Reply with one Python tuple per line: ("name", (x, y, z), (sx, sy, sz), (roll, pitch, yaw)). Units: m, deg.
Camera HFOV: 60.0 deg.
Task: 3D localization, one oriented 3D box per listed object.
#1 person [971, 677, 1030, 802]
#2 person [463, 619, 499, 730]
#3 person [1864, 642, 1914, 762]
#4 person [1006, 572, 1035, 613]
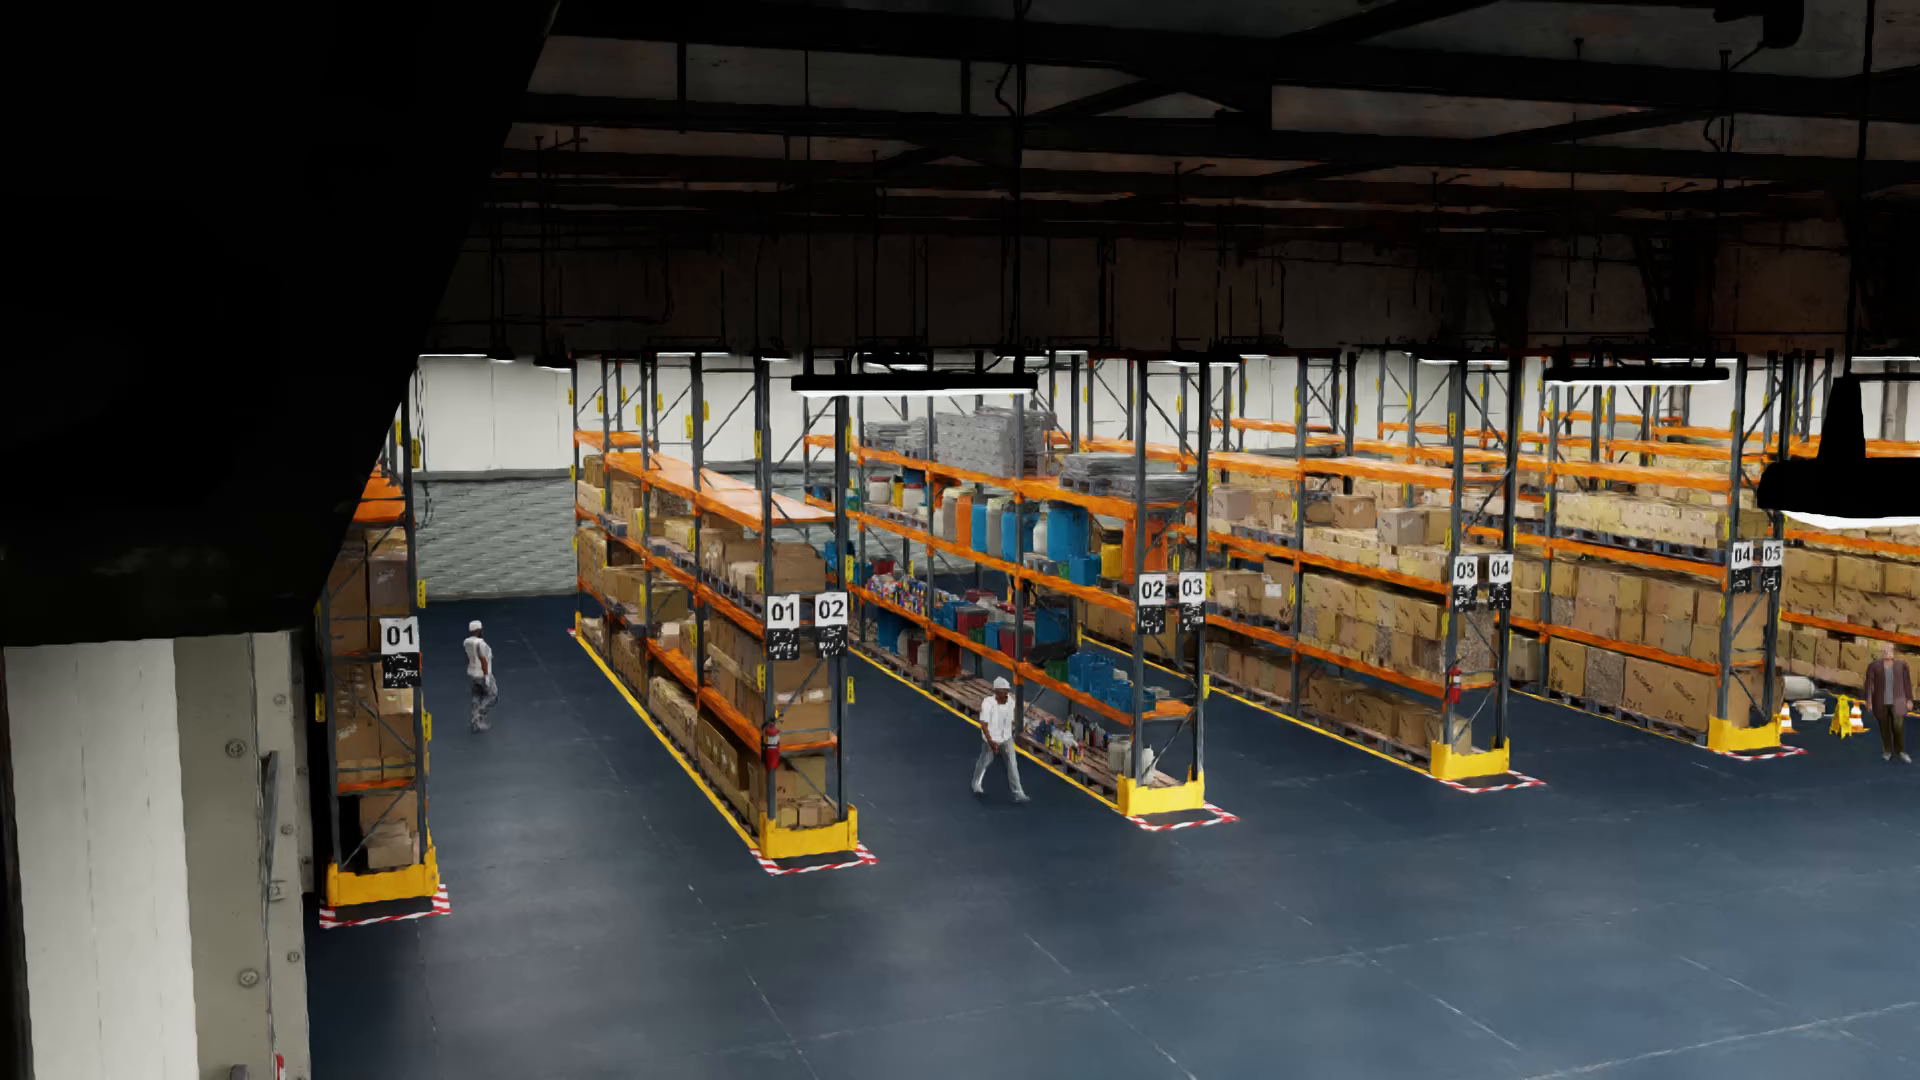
("person", (0.523, 2.681, 22.568), (0.598, 1.690, 1.094), (-4, 8, -30))
("person", (-7.673, 2.154, 26.517), (0.444, 1.781, 0.600), (-7, 10, -44))
("person", (13.755, 2.387, 24.596), (0.689, 1.764, 0.524), (5, 9, 35))
("person", (1.301, 1.062, 35.790), (0.673, 1.674, 0.530), (-3, 8, -21))
